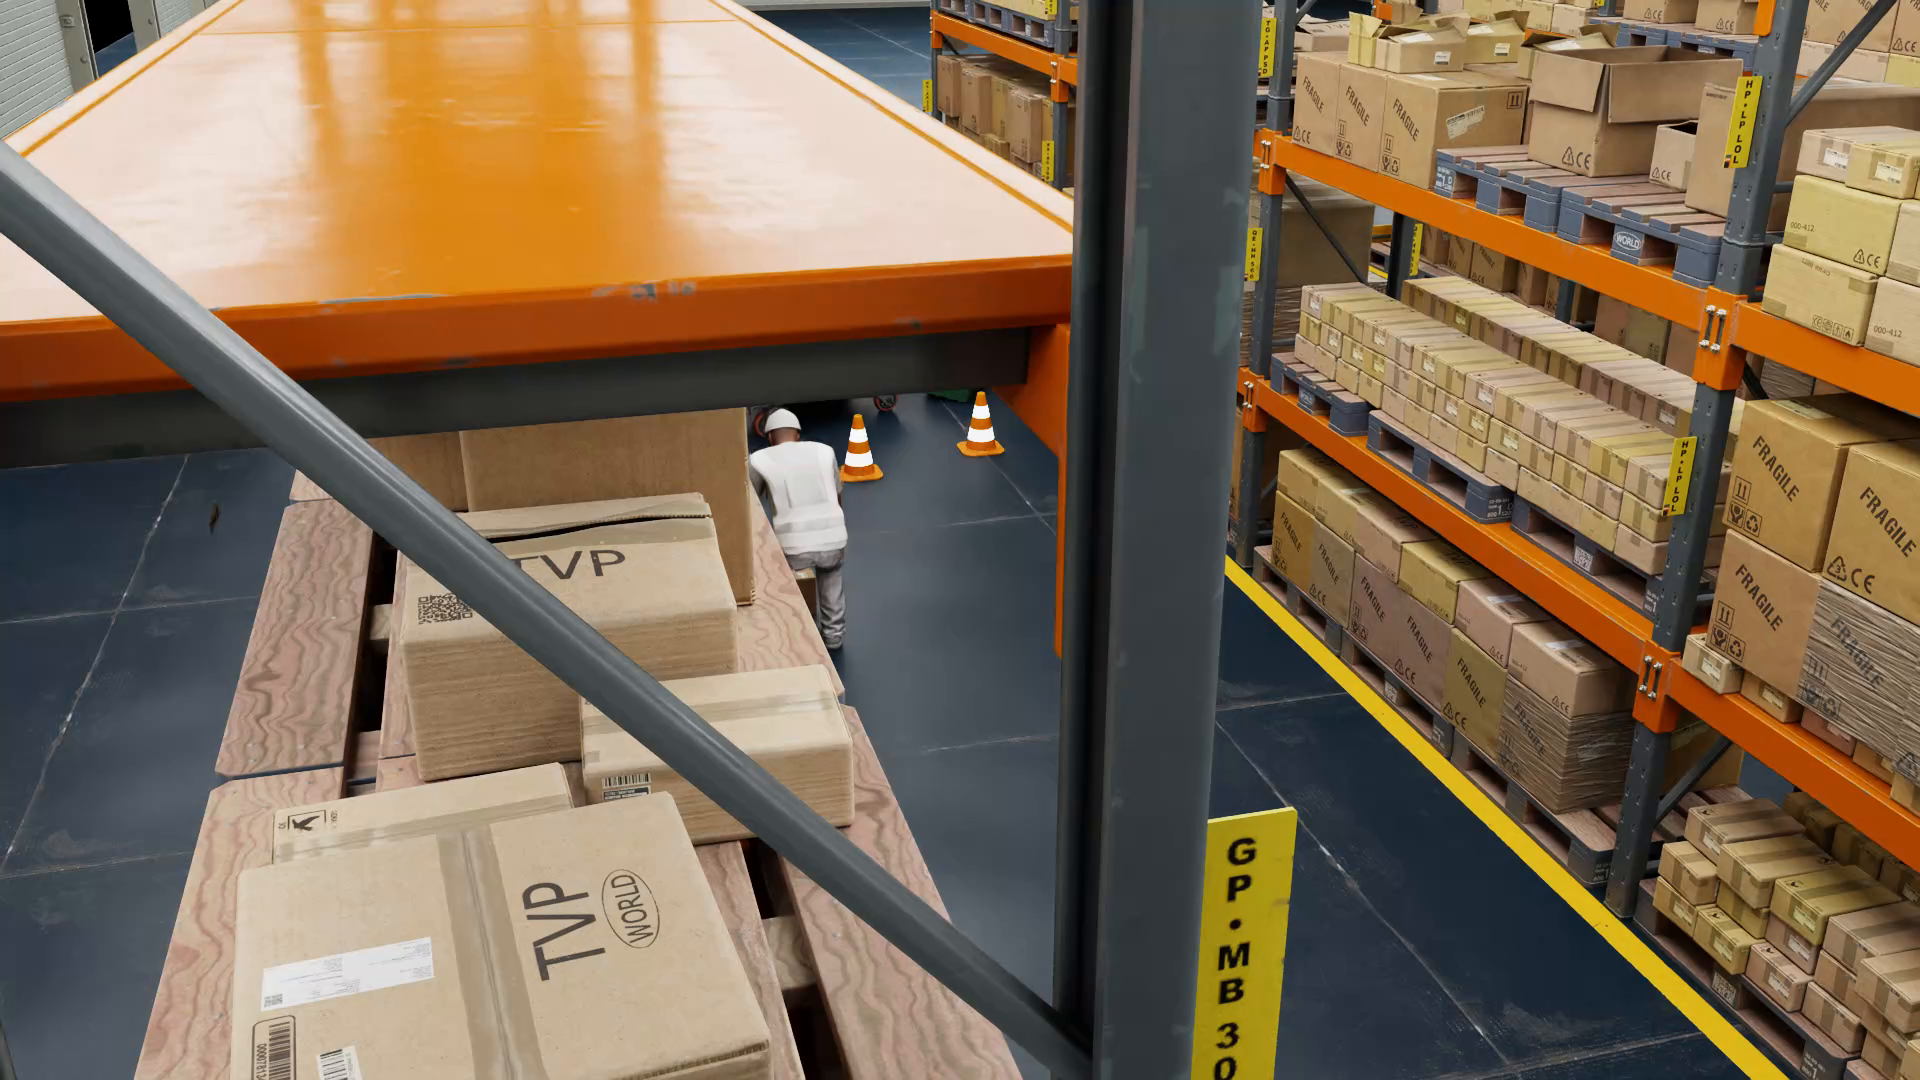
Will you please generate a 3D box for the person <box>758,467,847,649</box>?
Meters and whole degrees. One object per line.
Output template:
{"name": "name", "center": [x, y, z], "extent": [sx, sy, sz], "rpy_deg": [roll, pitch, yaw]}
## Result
{"name": "person", "center": [-0.962, 0.056, 9.891], "extent": [0.514, 1.039, 0.987], "rpy_deg": [-7, 24, -17]}
